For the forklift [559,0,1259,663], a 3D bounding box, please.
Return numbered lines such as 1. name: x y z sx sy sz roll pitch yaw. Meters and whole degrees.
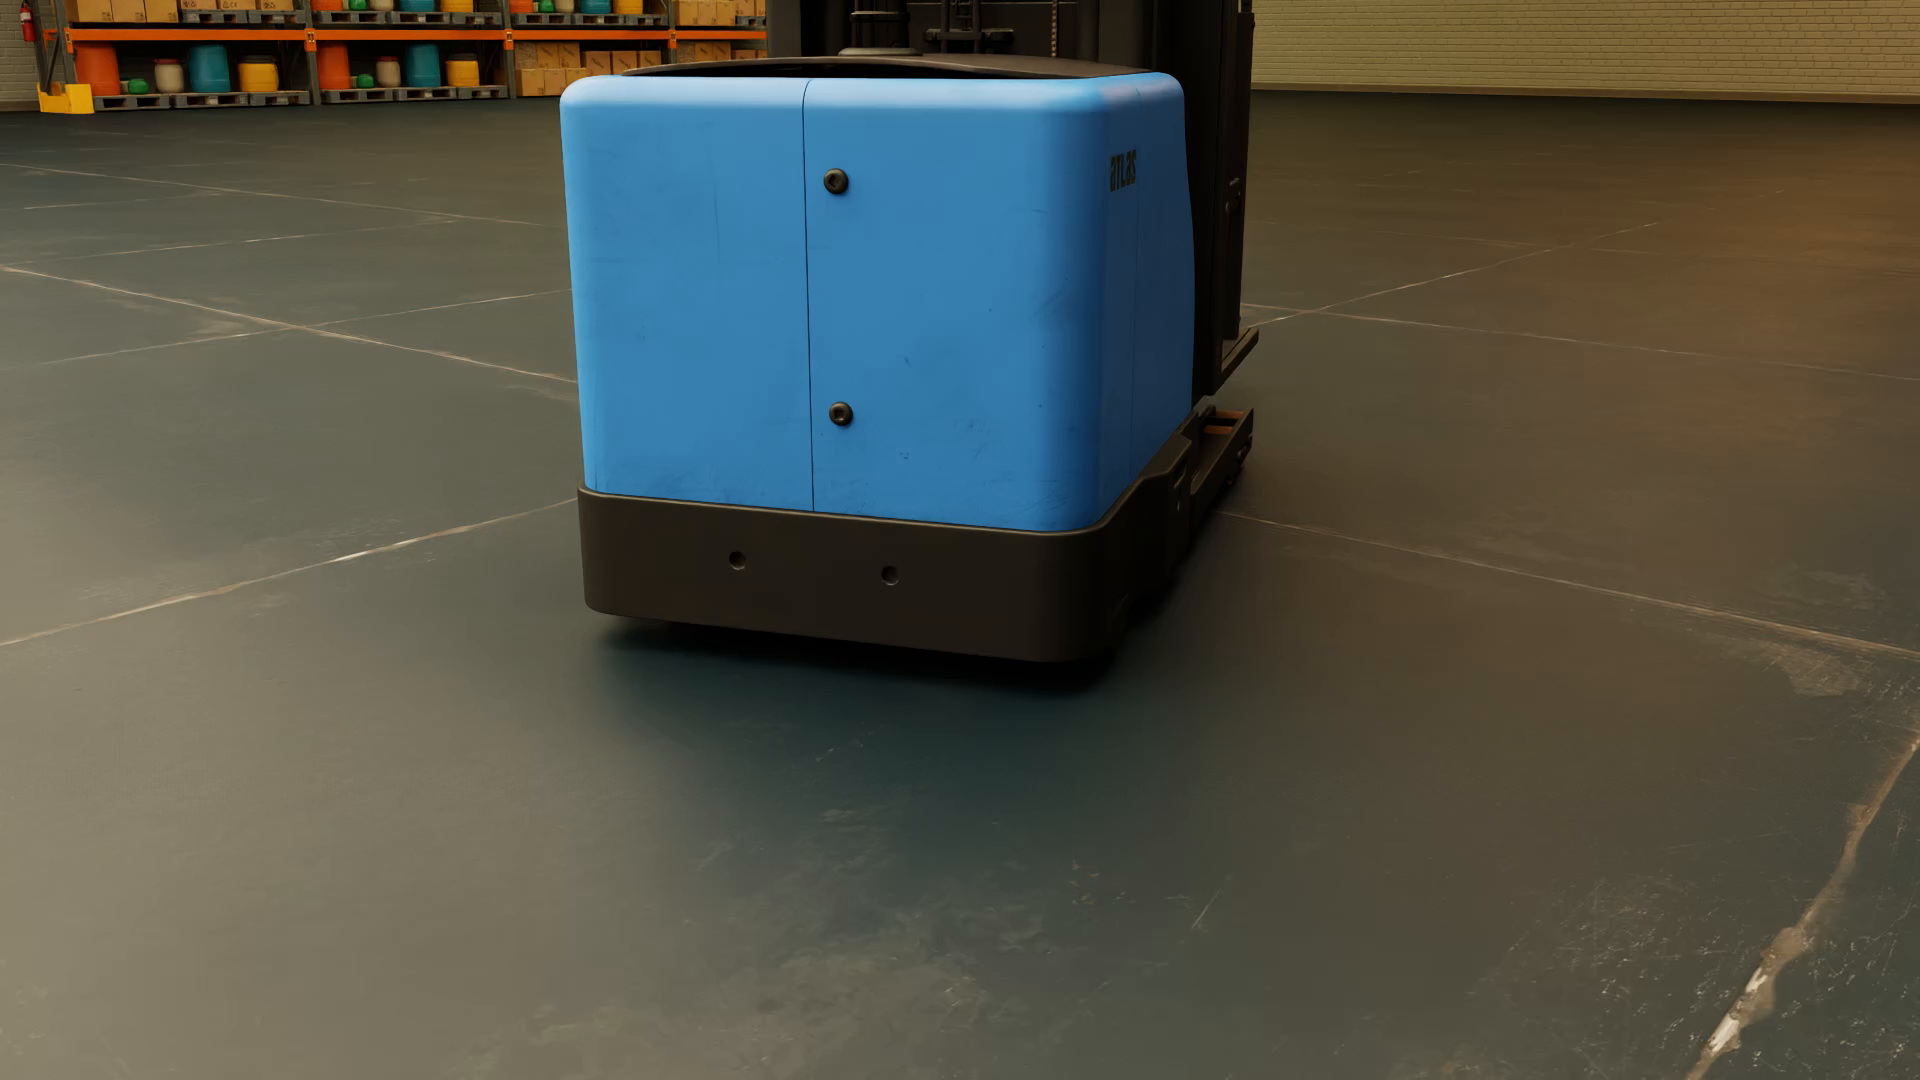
1. forklift: 0.182 -1.571 4.072 1.130 2.935 3.031 5 18 17
